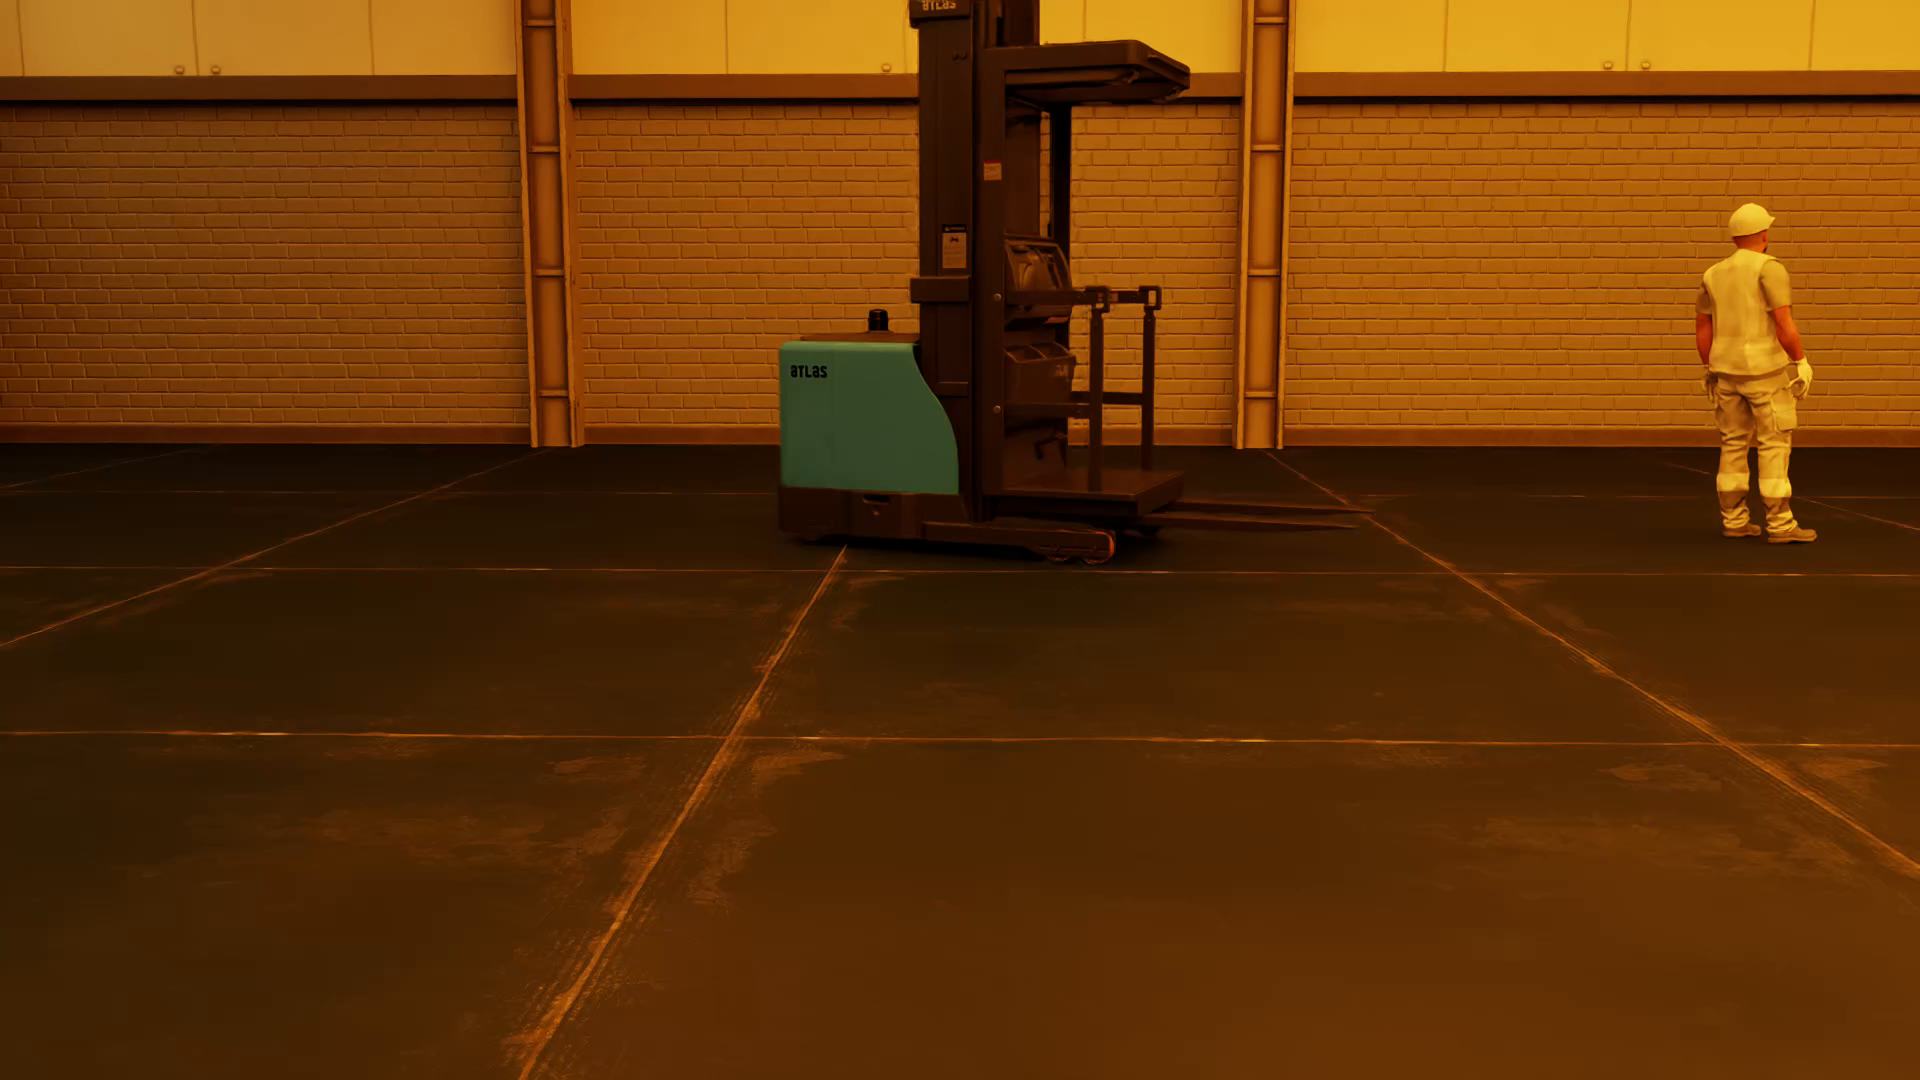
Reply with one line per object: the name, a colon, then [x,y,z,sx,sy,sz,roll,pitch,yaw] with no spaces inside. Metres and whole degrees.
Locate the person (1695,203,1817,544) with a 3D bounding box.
person: [4.287,-0.891,8.917,0.513,1.797,0.634,-4,10,-25]

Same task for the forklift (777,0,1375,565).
forklift: [0.596,-1.417,8.573,3.031,2.935,1.130,3,9,21]
